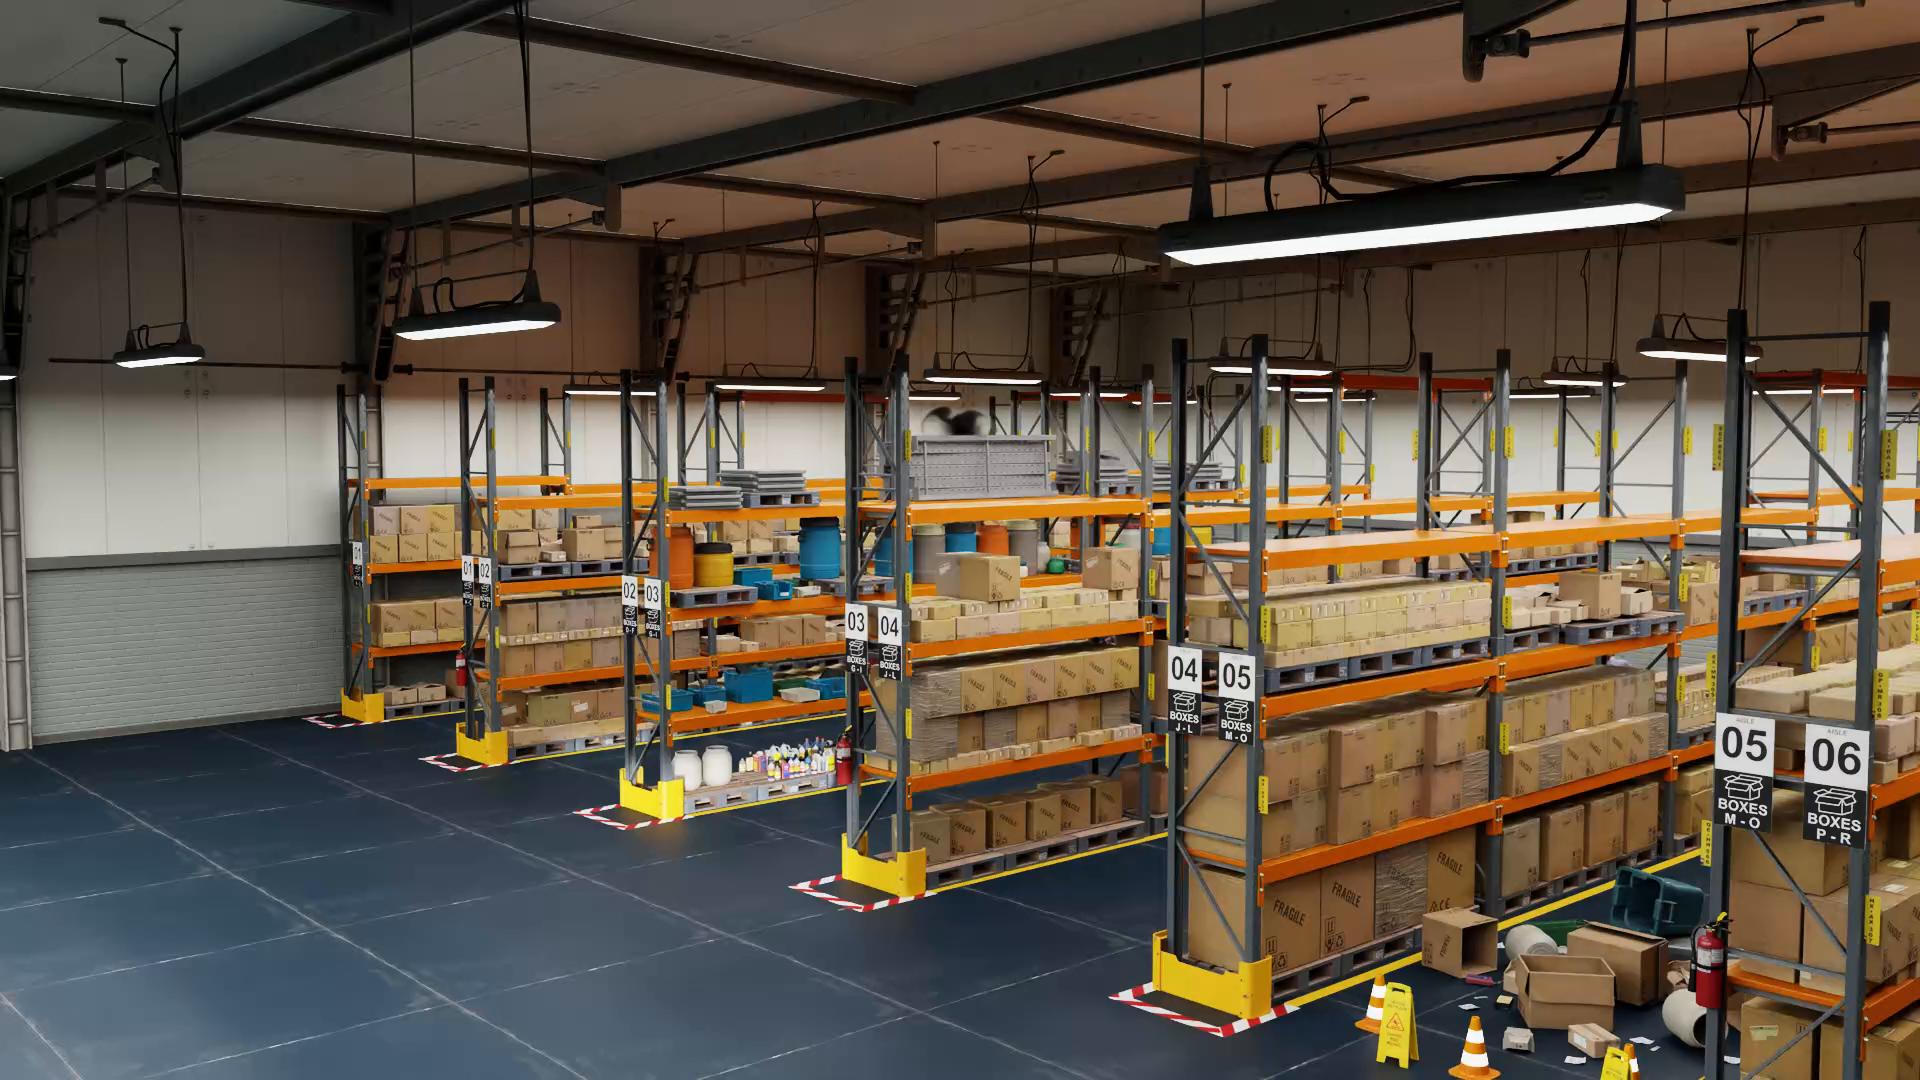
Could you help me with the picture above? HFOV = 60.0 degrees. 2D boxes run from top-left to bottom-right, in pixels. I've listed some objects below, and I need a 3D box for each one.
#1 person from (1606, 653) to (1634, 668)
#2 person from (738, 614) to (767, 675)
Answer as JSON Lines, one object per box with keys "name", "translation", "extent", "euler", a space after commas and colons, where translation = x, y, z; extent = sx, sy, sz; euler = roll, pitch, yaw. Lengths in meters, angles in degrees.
{"name": "person", "translation": [10.760, 2.558, 27.450], "extent": [0.868, 1.675, 0.612], "euler": [-2, 4, -33]}
{"name": "person", "translation": [-4.082, 2.165, 33.031], "extent": [0.599, 1.726, 0.808], "euler": [3, 5, 42]}
